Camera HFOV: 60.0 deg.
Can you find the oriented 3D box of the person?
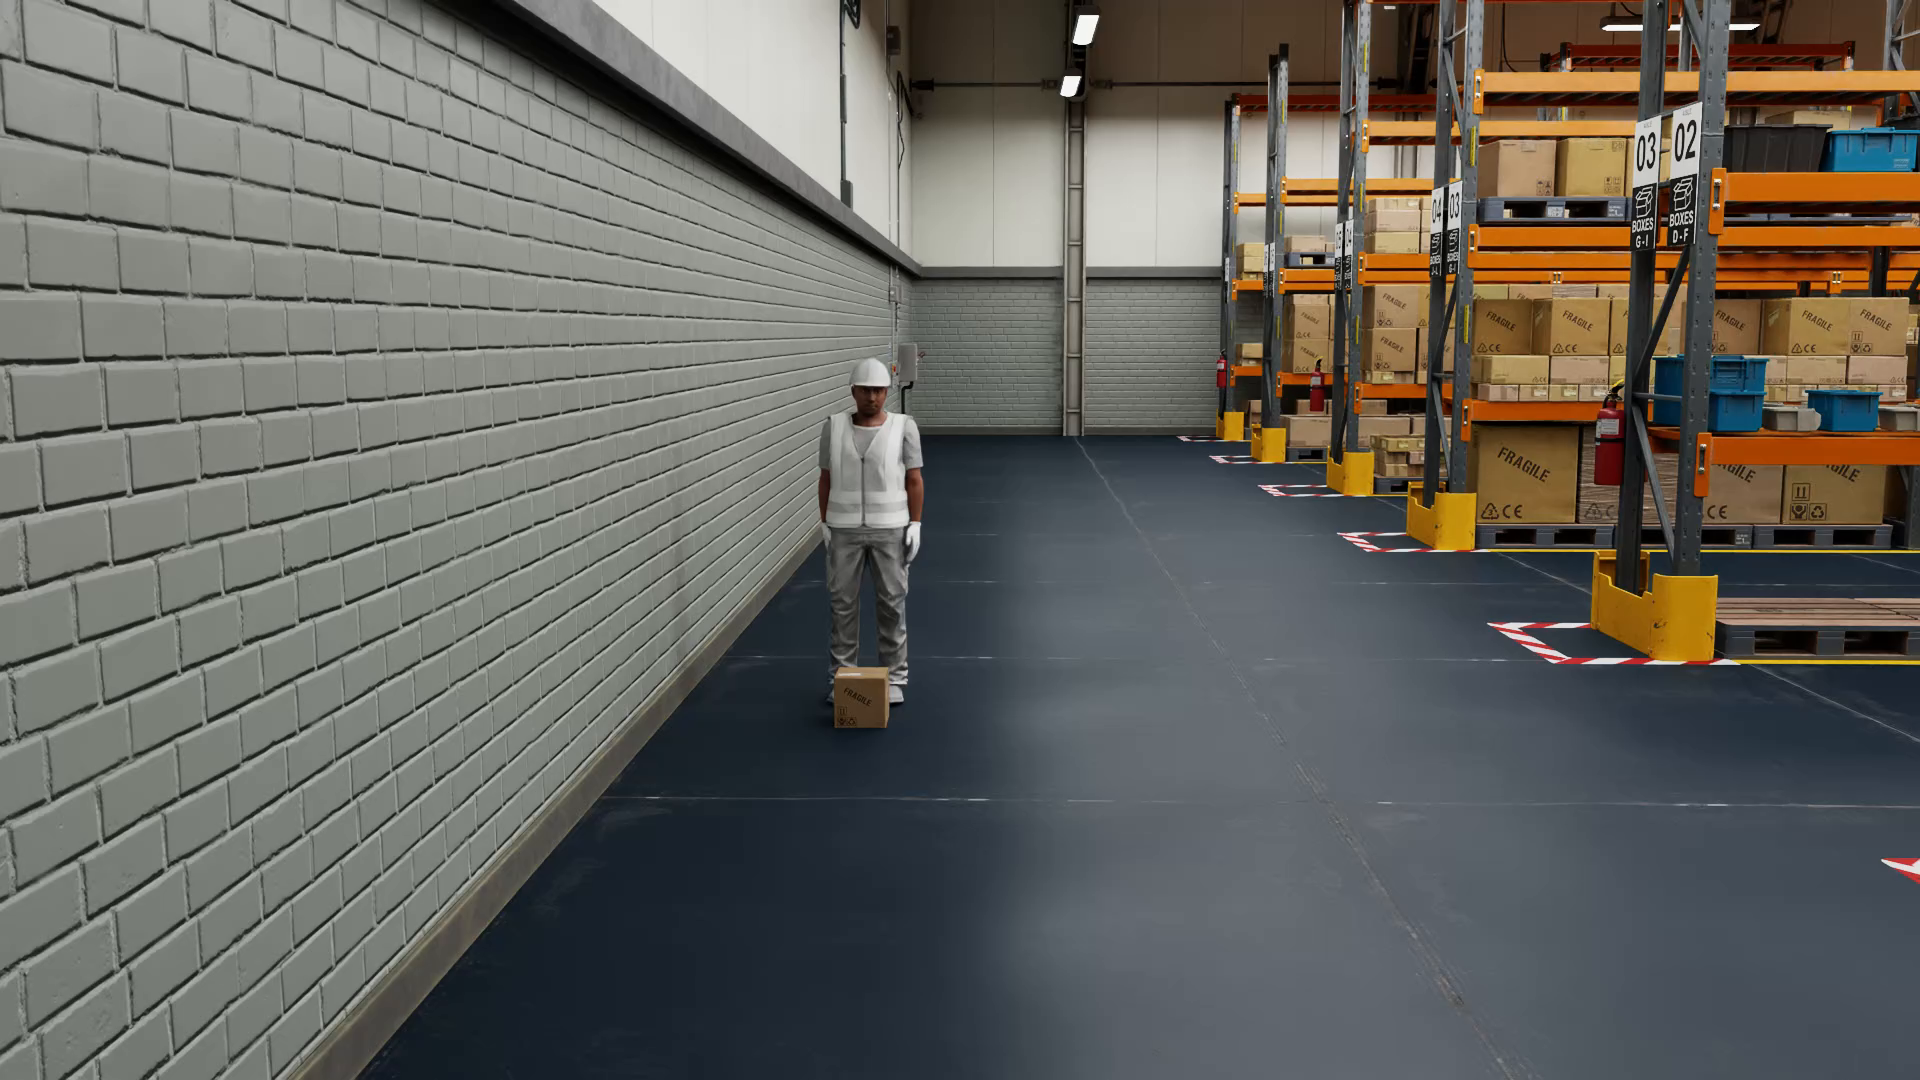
[{"bbox_3d":[-0.460,-0.047,8.568,0.548,1.776,0.354,0,7,2],"label":"person"}]
